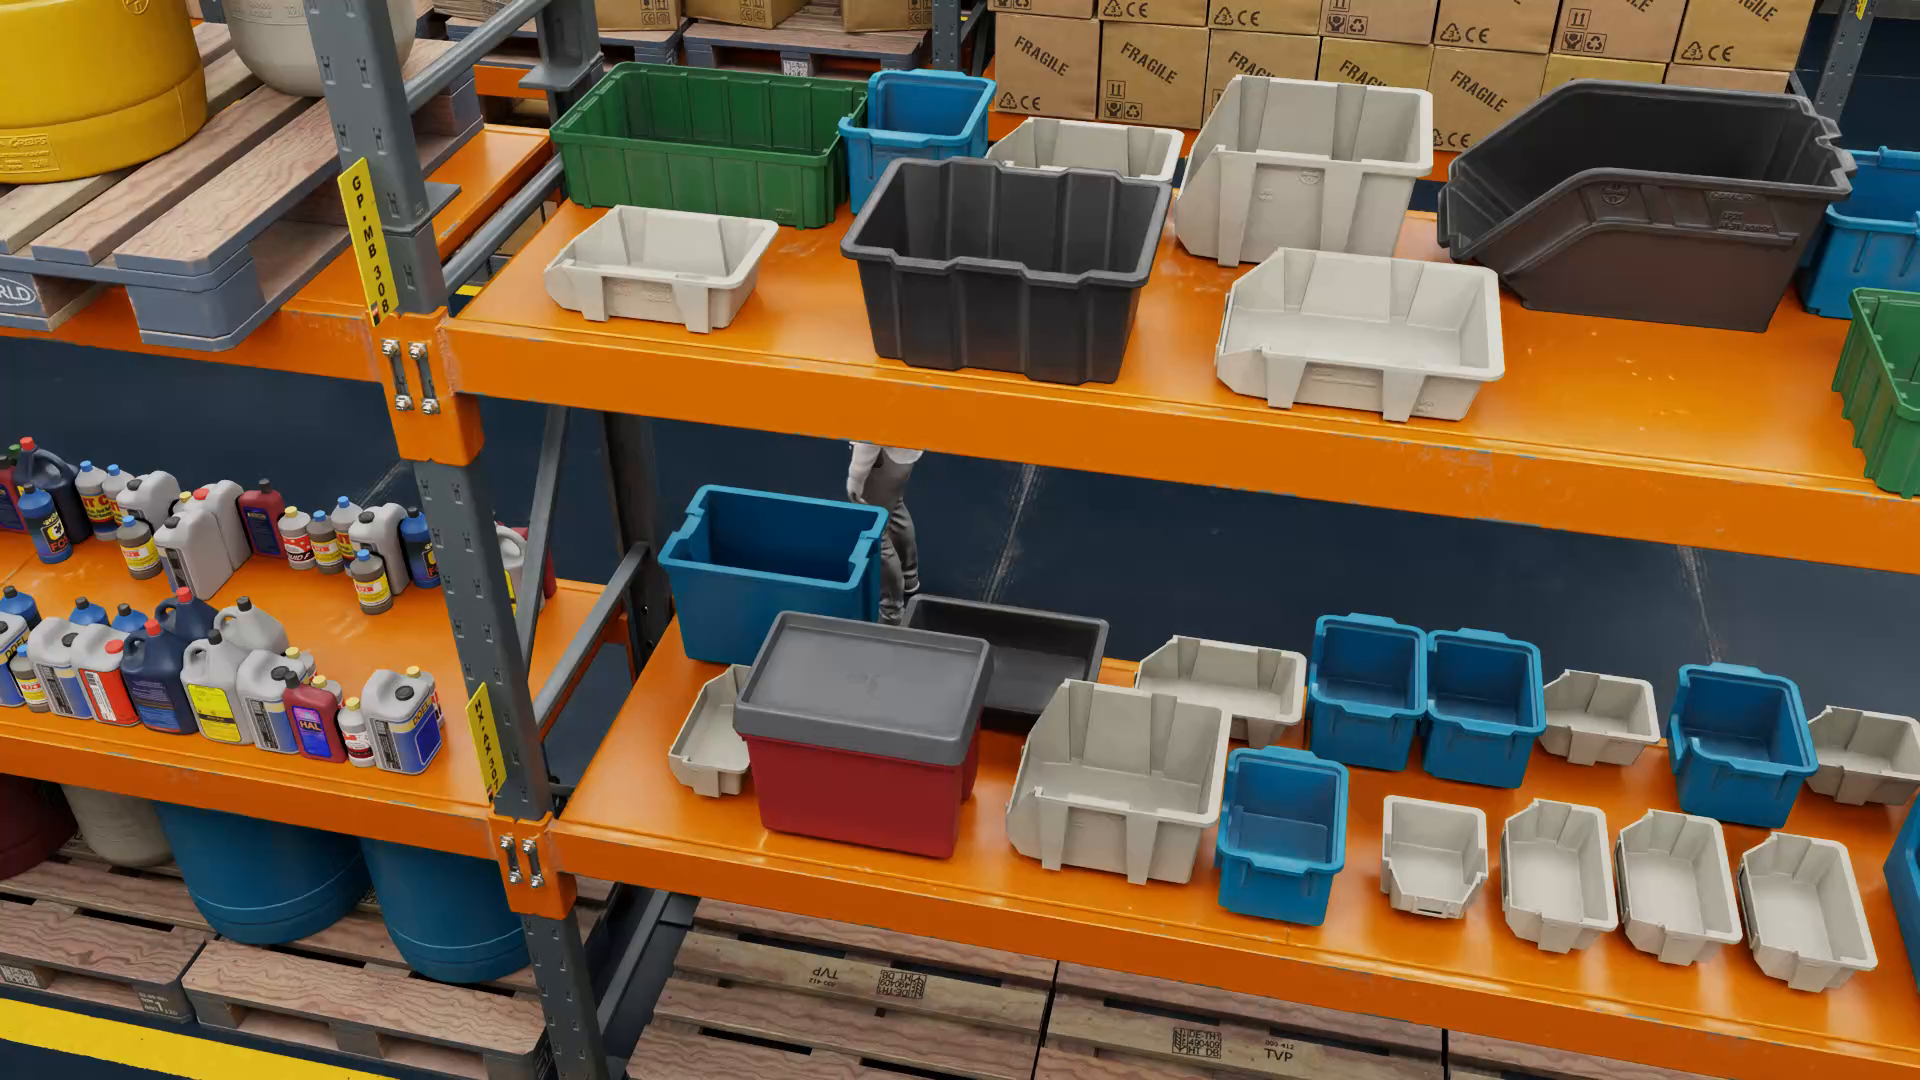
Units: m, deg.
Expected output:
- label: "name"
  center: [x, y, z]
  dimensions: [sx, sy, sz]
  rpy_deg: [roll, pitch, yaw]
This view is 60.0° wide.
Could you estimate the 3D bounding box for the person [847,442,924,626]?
- label: "person"
  center: [-0.319, -0.366, 6.635]
  dimensions: [0.371, 1.663, 0.529]
  rpy_deg: [8, 37, 10]
